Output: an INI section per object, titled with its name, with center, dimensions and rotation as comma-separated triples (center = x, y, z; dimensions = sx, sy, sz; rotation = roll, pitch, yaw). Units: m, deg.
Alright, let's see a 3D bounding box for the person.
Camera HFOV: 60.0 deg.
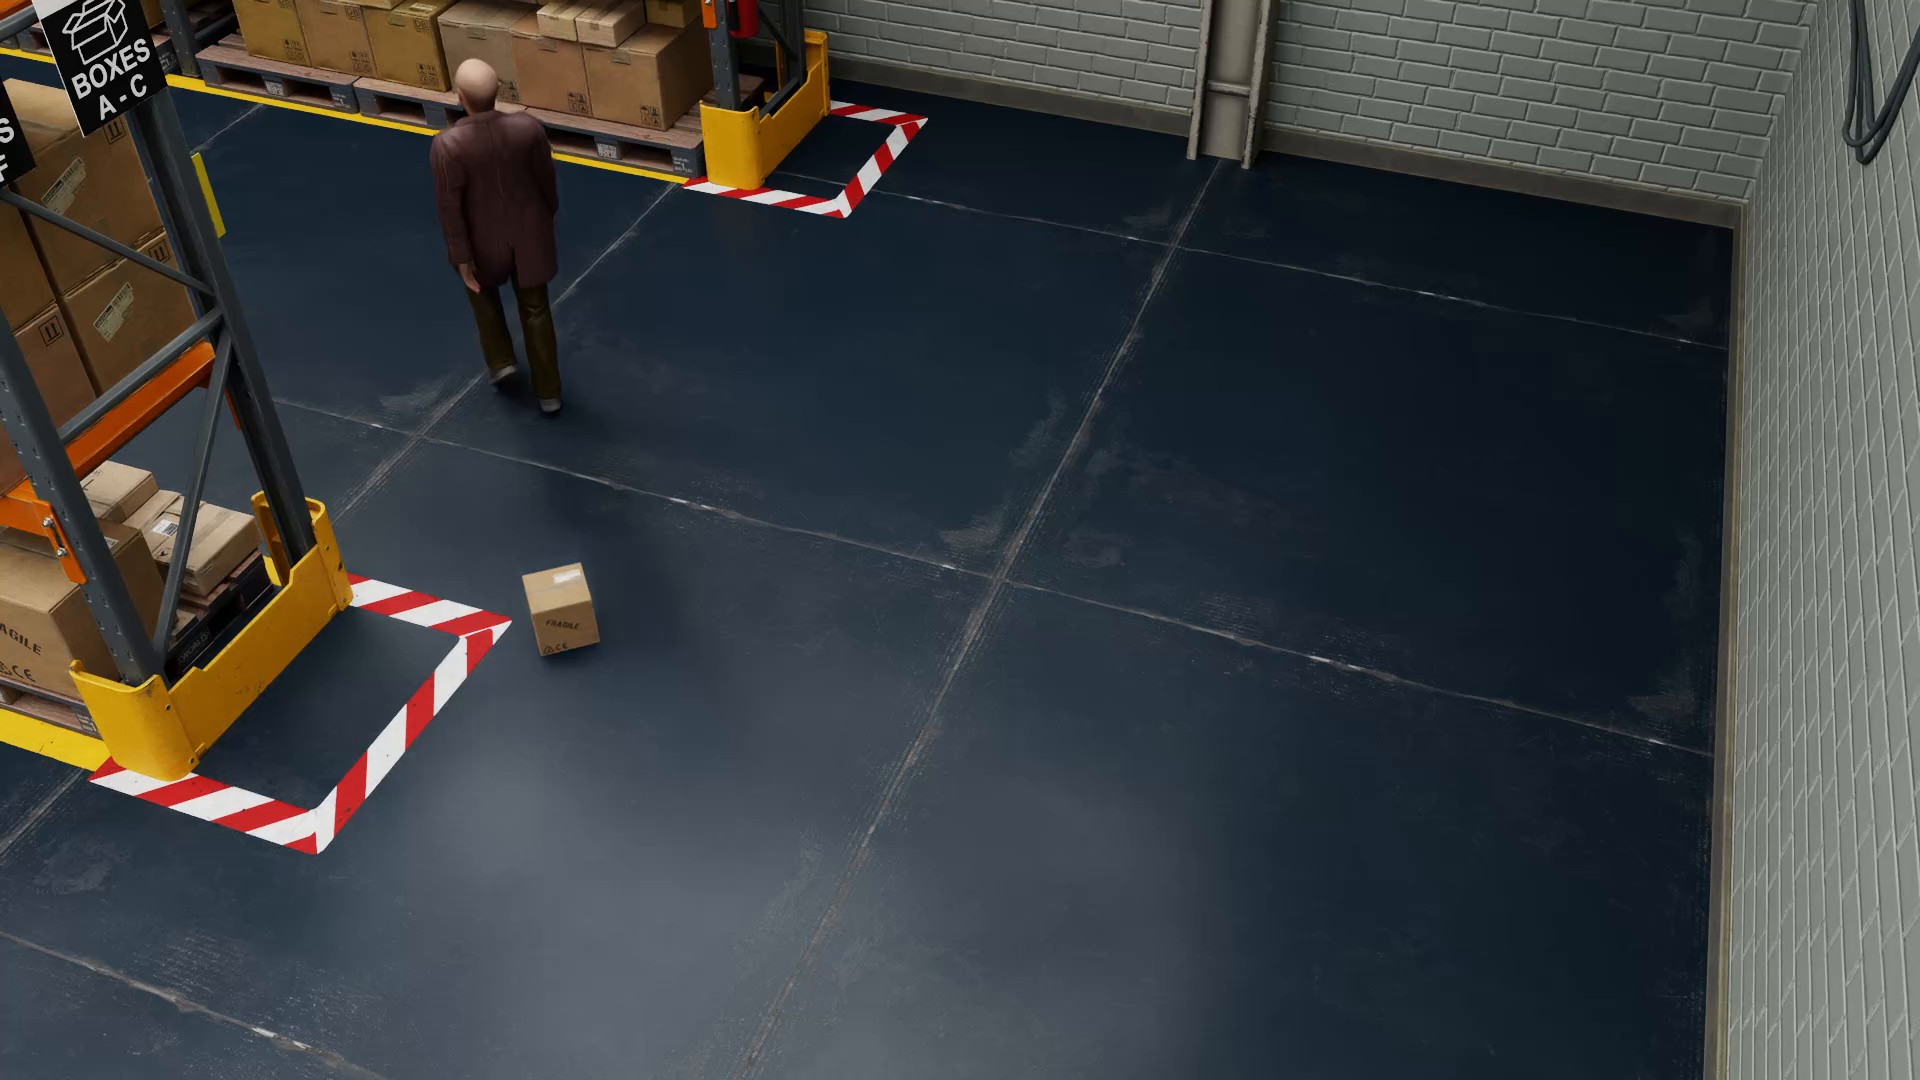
[person]
center = -2.136, -1.413, 7.818
dimensions = 0.576, 1.844, 0.560
rotation = -16, 44, -18
